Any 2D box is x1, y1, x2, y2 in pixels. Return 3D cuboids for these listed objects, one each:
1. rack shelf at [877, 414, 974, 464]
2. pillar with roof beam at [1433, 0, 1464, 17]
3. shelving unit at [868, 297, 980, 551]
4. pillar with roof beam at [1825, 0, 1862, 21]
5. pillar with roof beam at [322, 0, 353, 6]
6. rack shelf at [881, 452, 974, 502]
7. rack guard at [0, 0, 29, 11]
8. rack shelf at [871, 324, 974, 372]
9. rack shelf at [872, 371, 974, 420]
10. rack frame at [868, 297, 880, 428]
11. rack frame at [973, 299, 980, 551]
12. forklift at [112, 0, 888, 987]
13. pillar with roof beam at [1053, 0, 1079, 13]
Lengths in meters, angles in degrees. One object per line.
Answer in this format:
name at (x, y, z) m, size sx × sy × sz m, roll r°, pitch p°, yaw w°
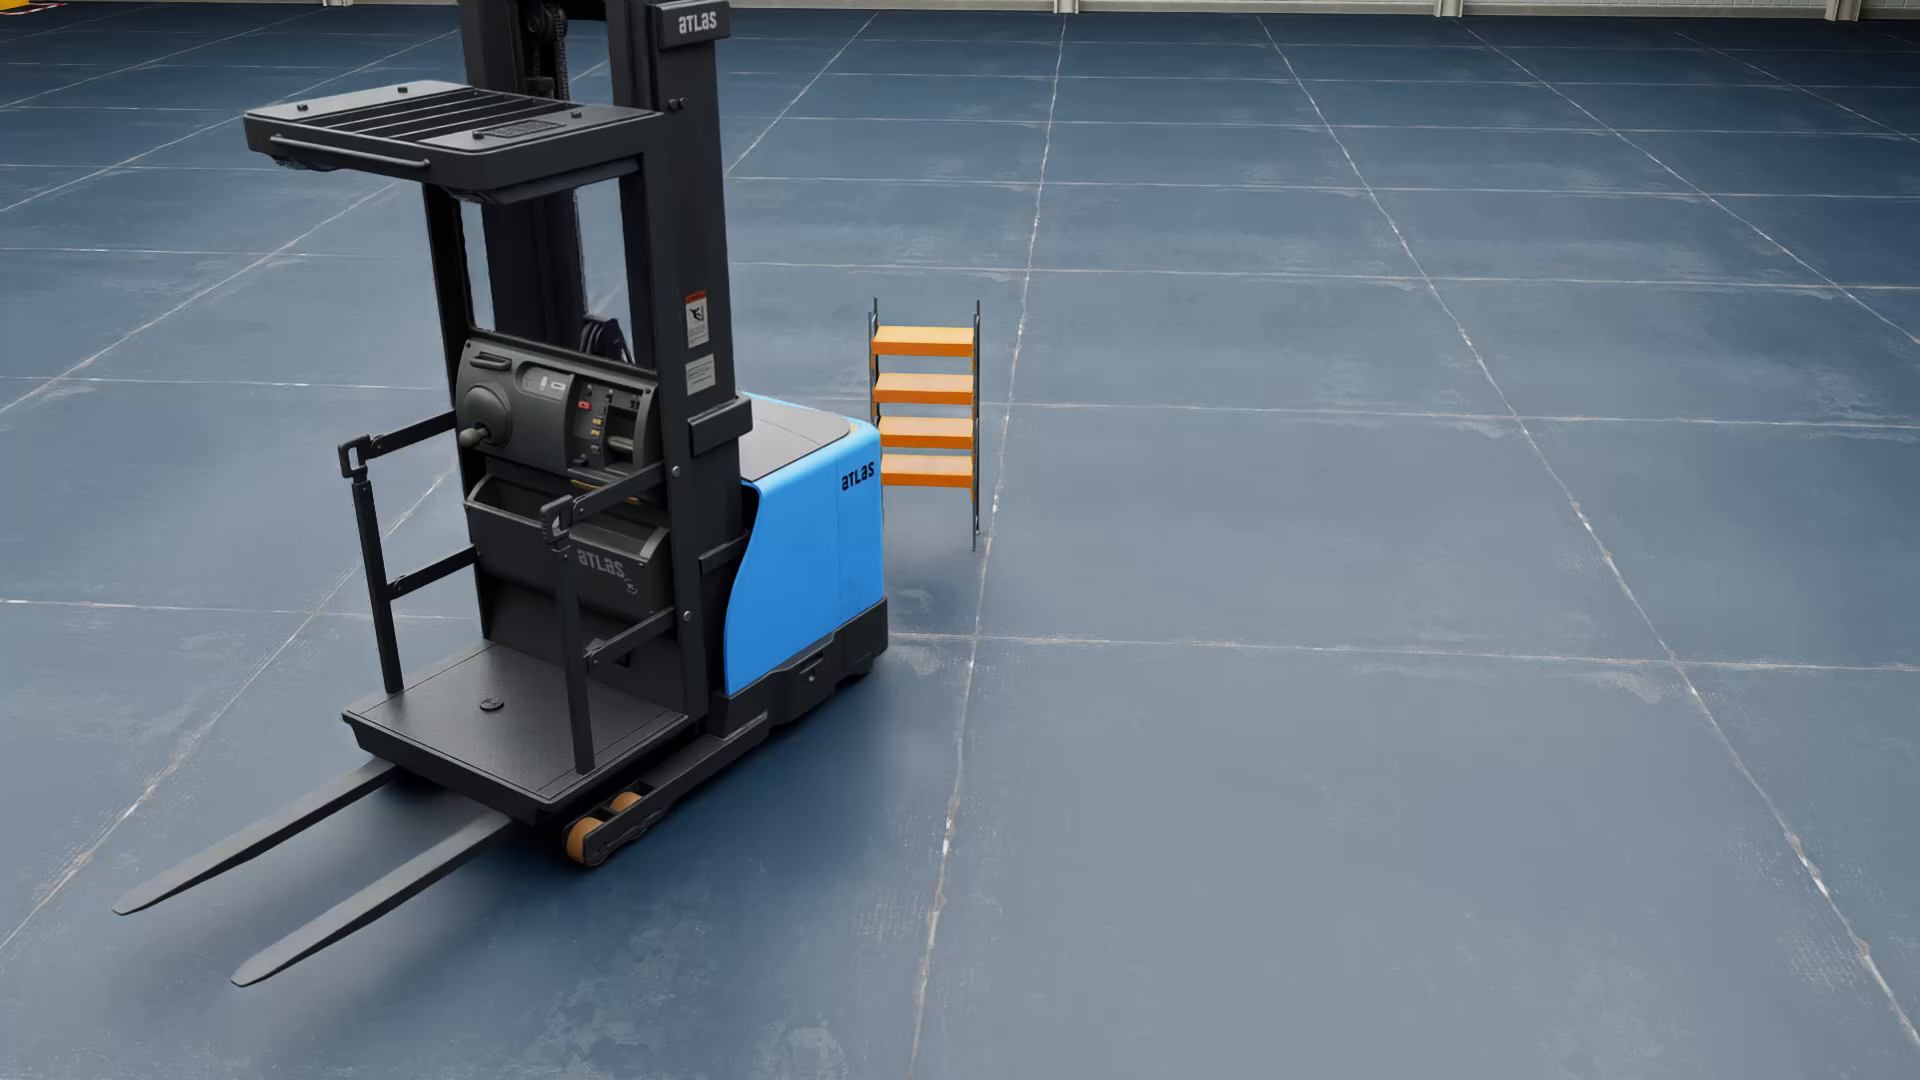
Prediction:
rack shelf at (-0.165, -0.489, 8.039) m, size 0.480 × 0.148 × 0.258 m, roll 2°, pitch 25°, yaw 4°
pillar with roof beam at (7.353, -10.561, 20.436) m, size 0.400 × 9.000 × 9.100 m, roll 2°, pitch 25°, yaw 4°
shelving unit at (-0.165, -0.550, 8.011) m, size 0.503 × 1.200 × 0.258 m, roll 2°, pitch 25°, yaw 4°
pillar with roof beam at (13.336, -10.369, 20.018) m, size 0.400 × 9.000 × 9.100 m, roll 2°, pitch 25°, yaw 4°
pillar with roof beam at (-10.594, -11.137, 21.687) m, size 0.400 × 9.000 × 9.100 m, roll 2°, pitch 25°, yaw 4°
rack shelf at (-0.165, -0.309, 8.122) m, size 0.480 × 0.148 × 0.258 m, roll 2°, pitch 25°, yaw 4°
rack guard at (-15.597, -8.863, 26.914) m, size 0.348 × 0.500 × 1.175 m, roll 2°, pitch 25°, yaw 4°
rack shelf at (-0.165, -0.907, 7.846) m, size 0.480 × 0.148 × 0.258 m, roll 2°, pitch 25°, yaw 4°
rack shelf at (-0.165, -0.692, 7.945) m, size 0.480 × 0.148 × 0.258 m, roll 2°, pitch 25°, yaw 4°
rack frame at (-0.408, -0.558, 8.028) m, size 0.015 × 1.200 × 0.240 m, roll 2°, pitch 25°, yaw 4°
rack frame at (0.078, -0.543, 7.994) m, size 0.015 × 1.200 × 0.240 m, roll 2°, pitch 25°, yaw 4°
forklift at (-1.542, -0.423, 5.664) m, size 1.130 × 2.935 × 3.031 m, roll 16°, pitch 29°, yaw 30°
pillar with roof beam at (1.371, -10.753, 20.853) m, size 0.400 × 9.000 × 9.100 m, roll 2°, pitch 25°, yaw 4°
